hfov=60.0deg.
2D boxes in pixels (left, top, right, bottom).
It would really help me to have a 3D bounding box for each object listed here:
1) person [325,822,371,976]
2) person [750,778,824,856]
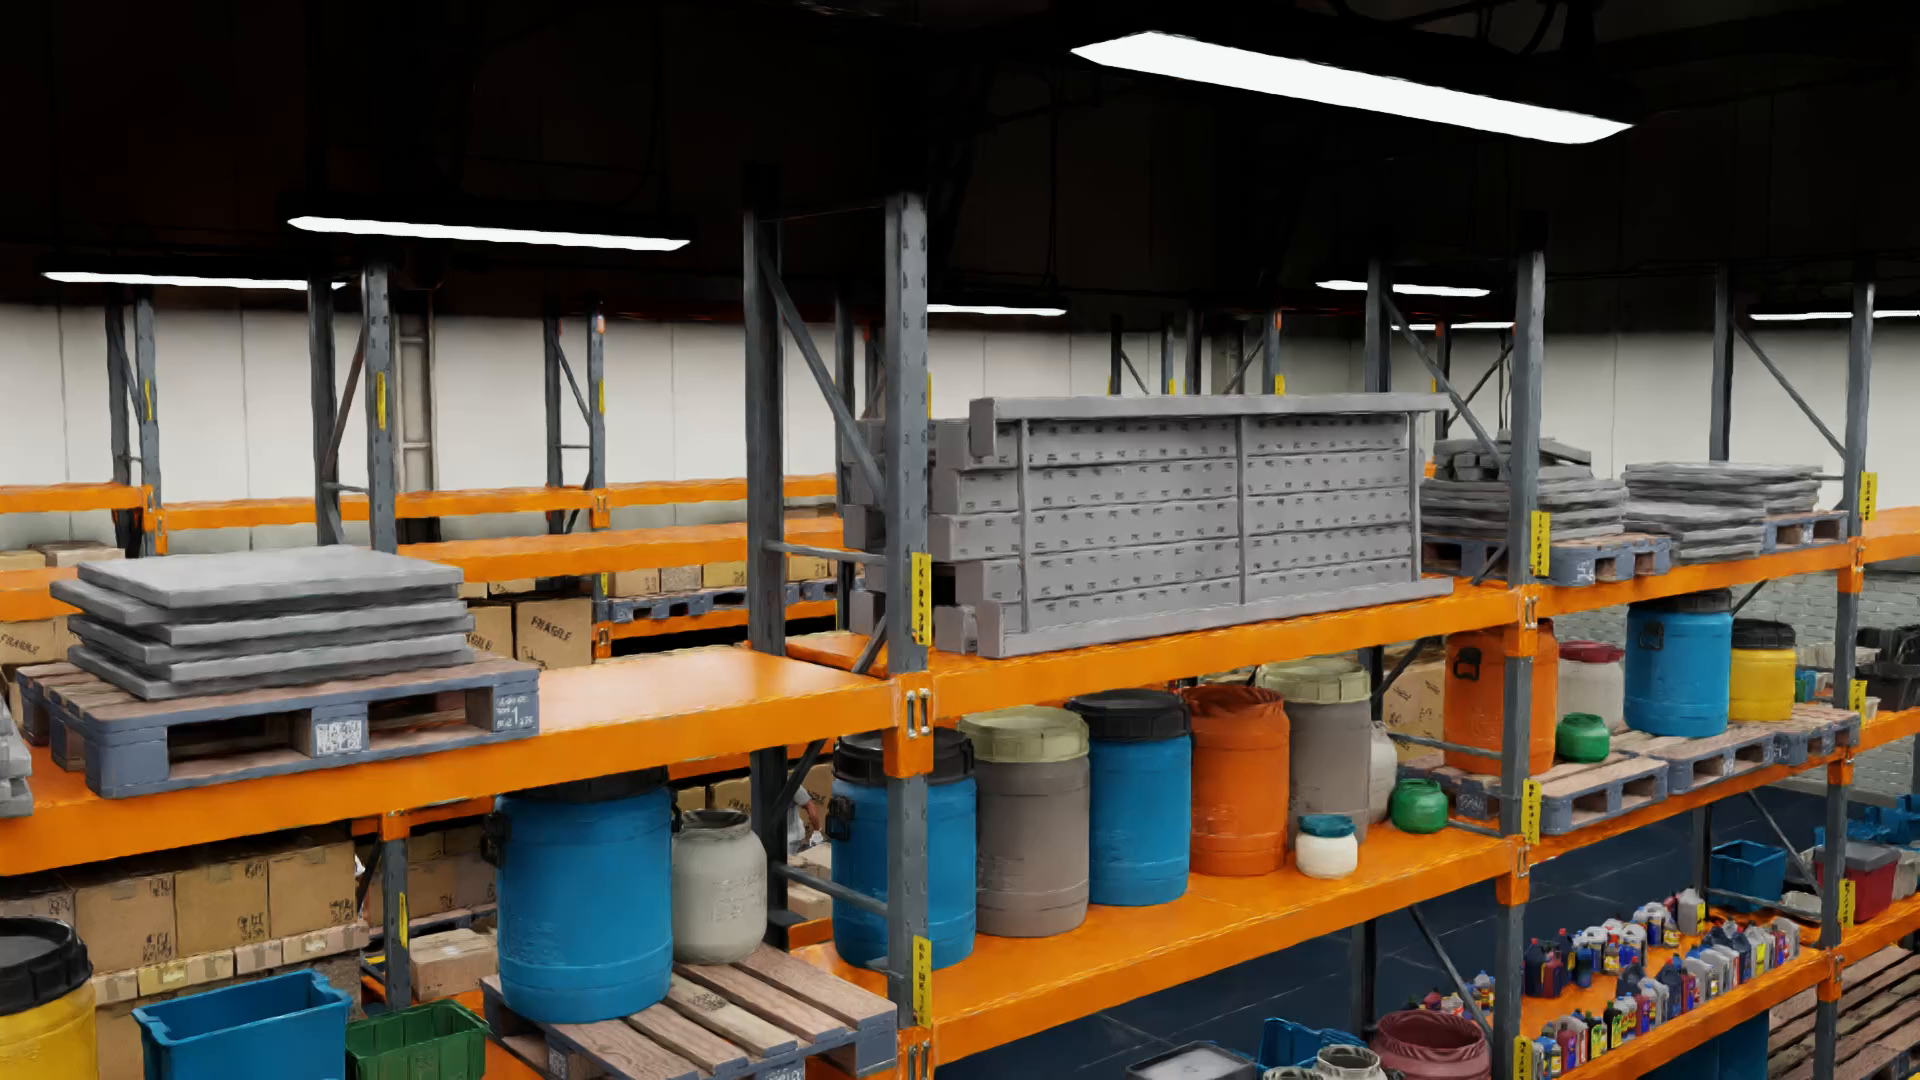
[{"bbox_3d":[-5.083,3.052,13.651,0.655,1.594,0.824,4,7,33],"label":"person"},{"bbox_3d":[-1.661,2.806,15.588,0.835,1.722,0.703,-4,7,-35],"label":"person"}]
